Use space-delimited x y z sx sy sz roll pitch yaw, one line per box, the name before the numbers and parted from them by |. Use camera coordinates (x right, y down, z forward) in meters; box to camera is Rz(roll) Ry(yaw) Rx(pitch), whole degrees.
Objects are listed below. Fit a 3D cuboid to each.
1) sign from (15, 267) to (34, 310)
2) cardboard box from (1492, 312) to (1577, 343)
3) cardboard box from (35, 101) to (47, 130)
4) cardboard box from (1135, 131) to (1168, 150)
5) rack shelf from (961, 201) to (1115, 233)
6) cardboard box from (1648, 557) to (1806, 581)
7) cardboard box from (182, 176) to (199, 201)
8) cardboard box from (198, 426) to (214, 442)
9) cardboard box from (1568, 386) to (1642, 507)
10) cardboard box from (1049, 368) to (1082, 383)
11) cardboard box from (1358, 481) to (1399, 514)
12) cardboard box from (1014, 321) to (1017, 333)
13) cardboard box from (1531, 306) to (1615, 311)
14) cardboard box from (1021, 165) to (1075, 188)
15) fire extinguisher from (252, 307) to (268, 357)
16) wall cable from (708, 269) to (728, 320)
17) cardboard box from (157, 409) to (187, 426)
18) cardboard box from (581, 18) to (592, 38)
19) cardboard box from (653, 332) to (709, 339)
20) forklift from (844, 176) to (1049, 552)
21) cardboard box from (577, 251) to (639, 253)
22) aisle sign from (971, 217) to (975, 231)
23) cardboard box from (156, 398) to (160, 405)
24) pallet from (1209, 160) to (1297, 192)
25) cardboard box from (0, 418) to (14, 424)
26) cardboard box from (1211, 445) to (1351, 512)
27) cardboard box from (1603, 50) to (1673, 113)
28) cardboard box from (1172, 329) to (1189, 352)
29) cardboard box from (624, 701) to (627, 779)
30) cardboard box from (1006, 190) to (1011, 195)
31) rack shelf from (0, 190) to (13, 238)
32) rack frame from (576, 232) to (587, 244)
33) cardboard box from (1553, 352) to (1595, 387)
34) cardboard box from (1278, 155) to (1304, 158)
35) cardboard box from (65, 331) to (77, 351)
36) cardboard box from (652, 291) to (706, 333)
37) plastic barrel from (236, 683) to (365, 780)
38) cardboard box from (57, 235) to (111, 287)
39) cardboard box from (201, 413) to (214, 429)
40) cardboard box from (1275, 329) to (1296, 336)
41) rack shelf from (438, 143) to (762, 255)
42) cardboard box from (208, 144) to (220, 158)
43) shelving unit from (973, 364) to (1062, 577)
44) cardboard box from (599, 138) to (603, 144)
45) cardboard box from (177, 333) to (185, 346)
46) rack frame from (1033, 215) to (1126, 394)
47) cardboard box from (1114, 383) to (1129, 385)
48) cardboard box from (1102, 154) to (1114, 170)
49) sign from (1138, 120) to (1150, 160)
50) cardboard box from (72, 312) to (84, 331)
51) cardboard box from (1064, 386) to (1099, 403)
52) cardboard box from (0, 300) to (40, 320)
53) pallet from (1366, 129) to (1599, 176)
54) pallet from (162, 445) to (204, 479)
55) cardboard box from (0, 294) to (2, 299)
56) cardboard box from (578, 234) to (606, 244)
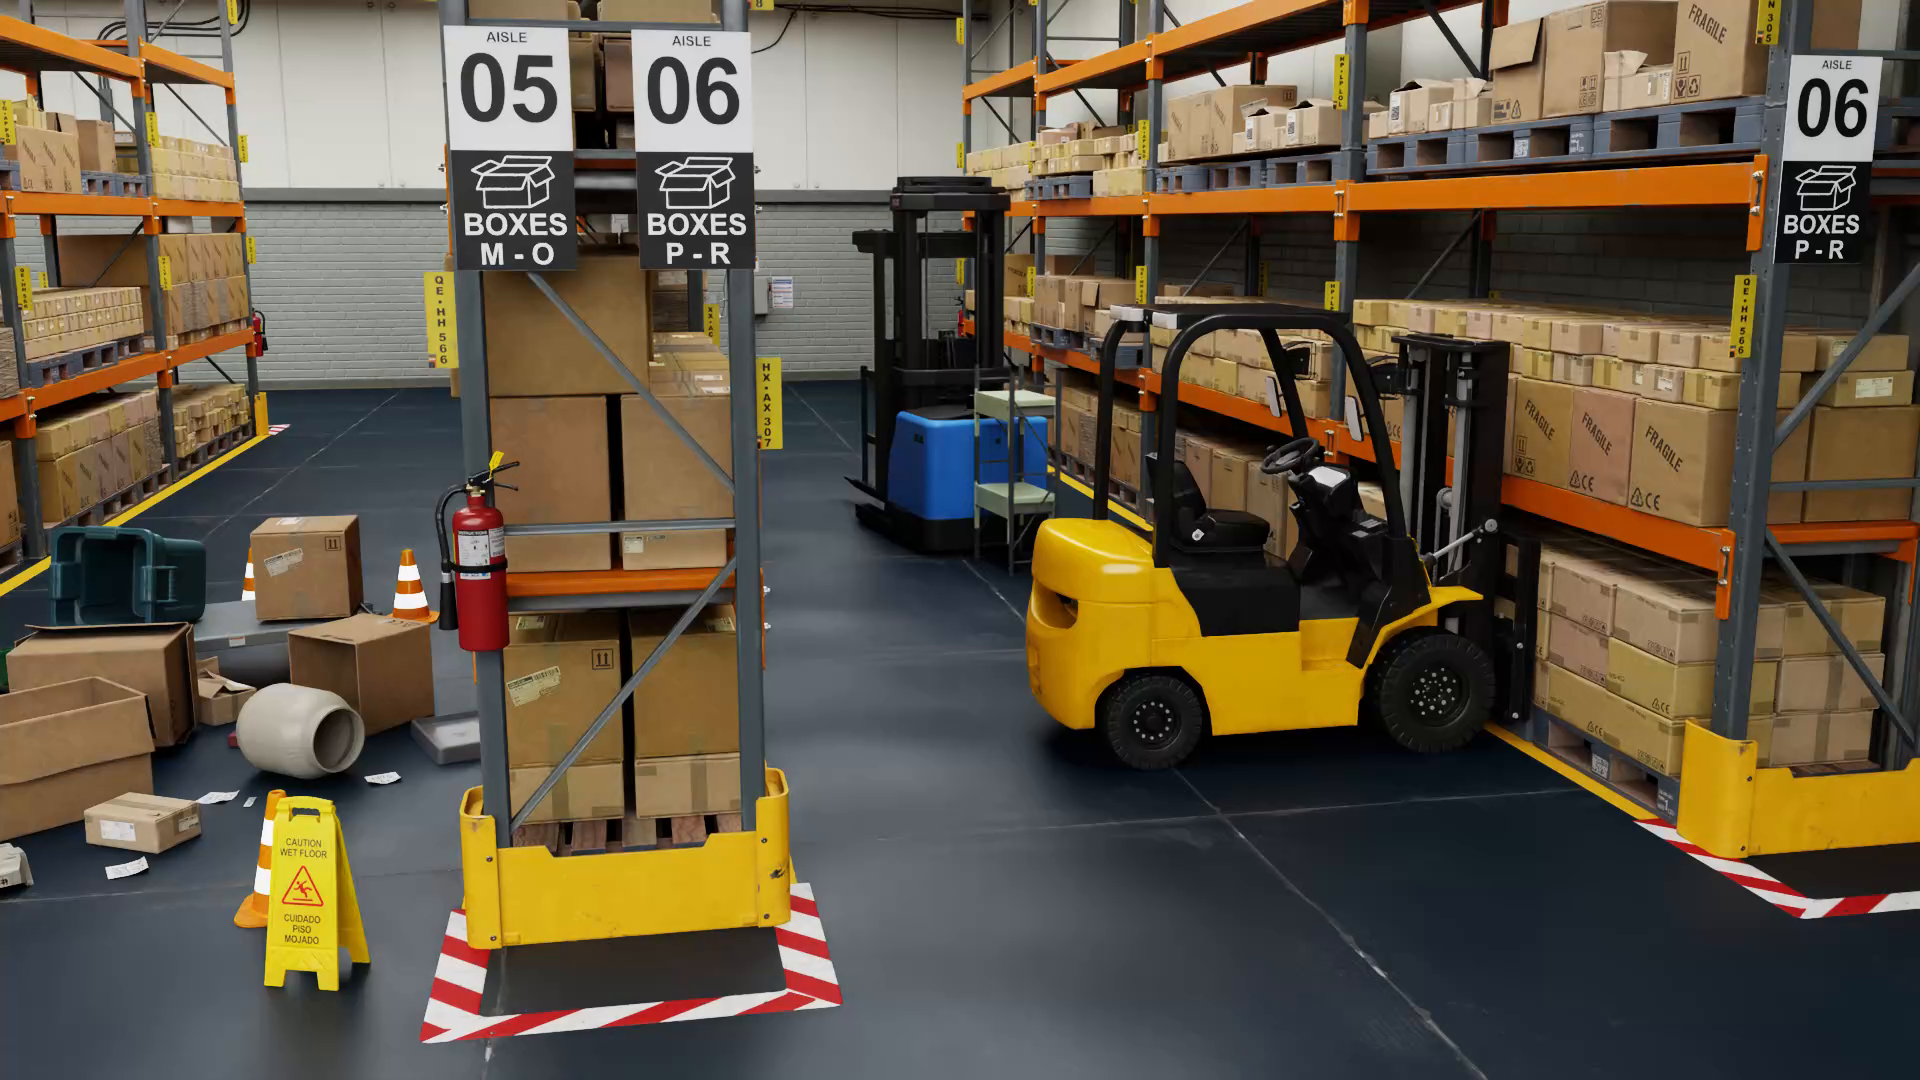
sign | -7.064 -1.898 12.551 0.100 0.325 0.005 -2 11 -11
cardboard box | 3.040 -1.121 8.766 0.380 0.149 0.250 -2 11 -11
cardboard box | -7.604 -3.431 13.366 0.396 0.266 0.258 -2 11 -11
cardboard box | 1.739 -3.483 14.488 0.380 0.149 0.250 -2 11 -9
rack shelf | 0.930 -3.909 20.113 1.077 0.370 4.000 -2 11 -11
cardboard box | 3.644 0.246 7.940 0.500 0.250 0.500 -2 11 -11
cardboard box | -8.405 -3.724 17.621 0.500 0.250 0.500 -2 11 -9
cardboard box | -8.433 -1.163 18.286 0.380 0.149 0.250 -2 11 -13
cardboard box | 3.207 -0.446 7.752 0.500 0.500 0.500 -2 11 -9
cardboard box | 1.187 -1.792 18.120 0.380 0.149 0.250 -2 11 -12
cardboard box | 2.661 -0.201 10.289 0.500 0.250 0.500 -2 11 -12
cardboard box | 0.838 -2.491 19.432 0.380 0.149 0.250 -2 11 -10
cardboard box | 3.447 -1.234 9.357 0.380 0.149 0.250 -2 11 -12
cardboard box | 0.979 -4.047 18.522 0.500 0.250 0.500 -2 11 -11
fire extinguisher | -8.760 -2.618 20.631 0.296 0.674 0.183 -2 11 -11
wall cable | -4.058 -4.561 26.918 0.588 1.984 0.122 -2 11 -11
cardboard box | -8.245 -1.264 17.224 0.380 0.149 0.250 -2 11 -8
cardboard box | -1.650 -1.976 6.574 0.380 0.149 0.250 -2 11 -11
cardboard box | -1.663 -0.896 9.321 0.500 0.500 0.500 -2 11 -12
forklift | -0.268 -1.580 14.161 1.130 2.935 3.031 -4 11 -19
cardboard box | -1.620 -0.905 6.693 0.700 0.500 0.500 -2 11 -10
aisle sign | 0.239 -4.435 22.020 0.394 0.787 0.004 -2 11 -11
cardboard box | -8.977 -1.482 18.372 0.380 0.149 0.250 -2 11 -11
pallet | 2.537 -2.743 12.568 1.003 0.211 1.213 -2 11 -8
cardboard box | -8.107 -0.863 13.767 0.500 0.250 0.500 -2 11 -10
cardboard box | 2.470 -0.370 12.847 0.875 0.625 0.625 -3 11 -13
cardboard box | 3.144 -2.072 7.504 0.396 0.266 0.258 -2 11 -11
cardboard box | 2.039 -1.678 13.555 0.500 0.250 0.500 -2 11 -9
cardboard box | -1.730 0.871 7.330 0.500 0.250 0.500 -2 11 -11
cardboard box | 0.749 -4.063 19.672 0.380 0.149 0.250 -2 11 -10
rack shelf | -7.218 -2.062 10.409 1.077 0.370 4.000 -2 11 -11
rack frame | -2.772 -1.507 13.593 1.000 3.000 0.127 -2 11 -11
cardboard box | 3.106 -0.831 8.038 0.380 0.149 0.250 -2 11 -13
cardboard box | 2.628 -3.009 12.695 0.380 0.166 0.250 -2 11 -11
cardboard box | -7.710 -1.678 14.038 0.380 0.149 0.250 -2 11 -9
cardboard box | -1.804 -1.272 10.168 0.500 0.500 0.500 -2 11 -10
plastic barrel | -3.102 0.902 7.826 0.512 0.421 0.421 6 12 28
cardboard box | -8.742 -2.805 16.675 0.500 0.500 0.500 -3 11 -13
cardboard box | -8.429 -1.308 18.254 0.380 0.149 0.250 -2 11 -11
cardboard box | 2.345 -1.514 11.626 0.380 0.149 0.250 -2 11 -13
rack shelf | -1.605 -1.527 7.598 1.077 0.370 4.000 -2 11 -11
cardboard box | -8.650 -4.427 18.906 0.380 0.149 0.250 -2 11 -10
shelving unit | 0.425 -0.544 12.543 0.431 1.500 0.755 -4 11 -19
cardboard box | -1.982 -2.042 7.987 0.500 0.250 0.500 -2 11 -10
cardboard box | -8.393 -2.124 17.508 0.380 0.149 0.250 -3 11 -14
rack frame | 1.319 -2.422 18.399 1.000 3.000 0.127 -2 11 -11
cardboard box | 1.729 -1.614 17.981 0.380 0.149 0.250 -2 11 -11
cardboard box | 1.567 -3.577 15.782 0.380 0.149 0.250 -2 11 -9
sign | 1.564 -3.397 14.114 0.100 0.325 0.005 -2 11 -11
cardboard box | -7.756 -1.870 14.251 0.380 0.149 0.250 -2 11 -12
cardboard box | 1.318 -1.549 17.639 0.380 0.149 0.250 -3 11 -14
cardboard box | -7.562 -1.825 13.219 0.380 0.149 0.250 -2 11 -13
pallet | 3.066 -2.229 9.601 1.003 0.211 1.213 -2 11 -11
pallet | -8.551 -0.794 17.305 1.003 0.211 1.213 -2 11 -11
cardboard box | -8.452 -2.042 14.360 0.380 0.149 0.250 -2 11 -9
cardboard box | -3.922 -3.145 17.520 0.380 0.149 0.250 -2 11 -12
